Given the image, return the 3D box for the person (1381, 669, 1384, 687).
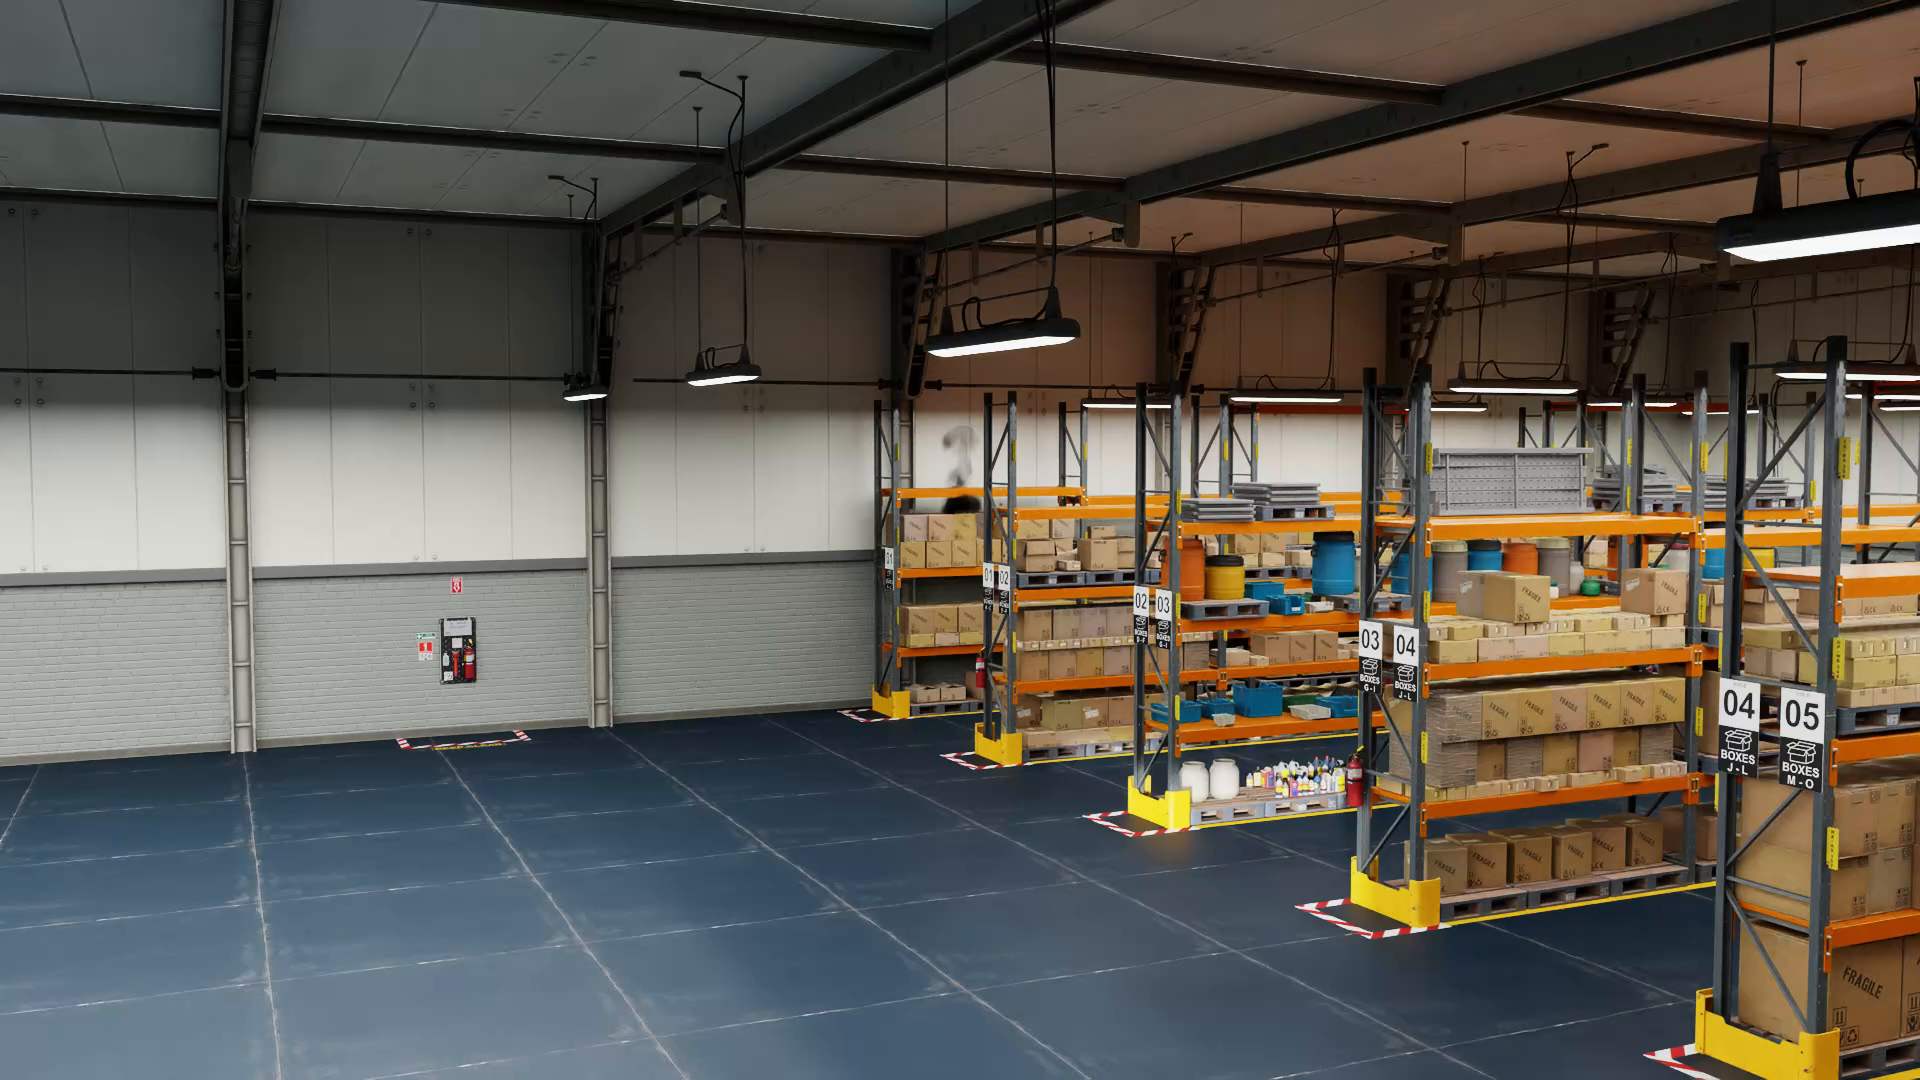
[{"bbox_3d":[8.042,2.425,32.534,0.718,1.703,0.649,-1,4,-24],"label":"person"}]
